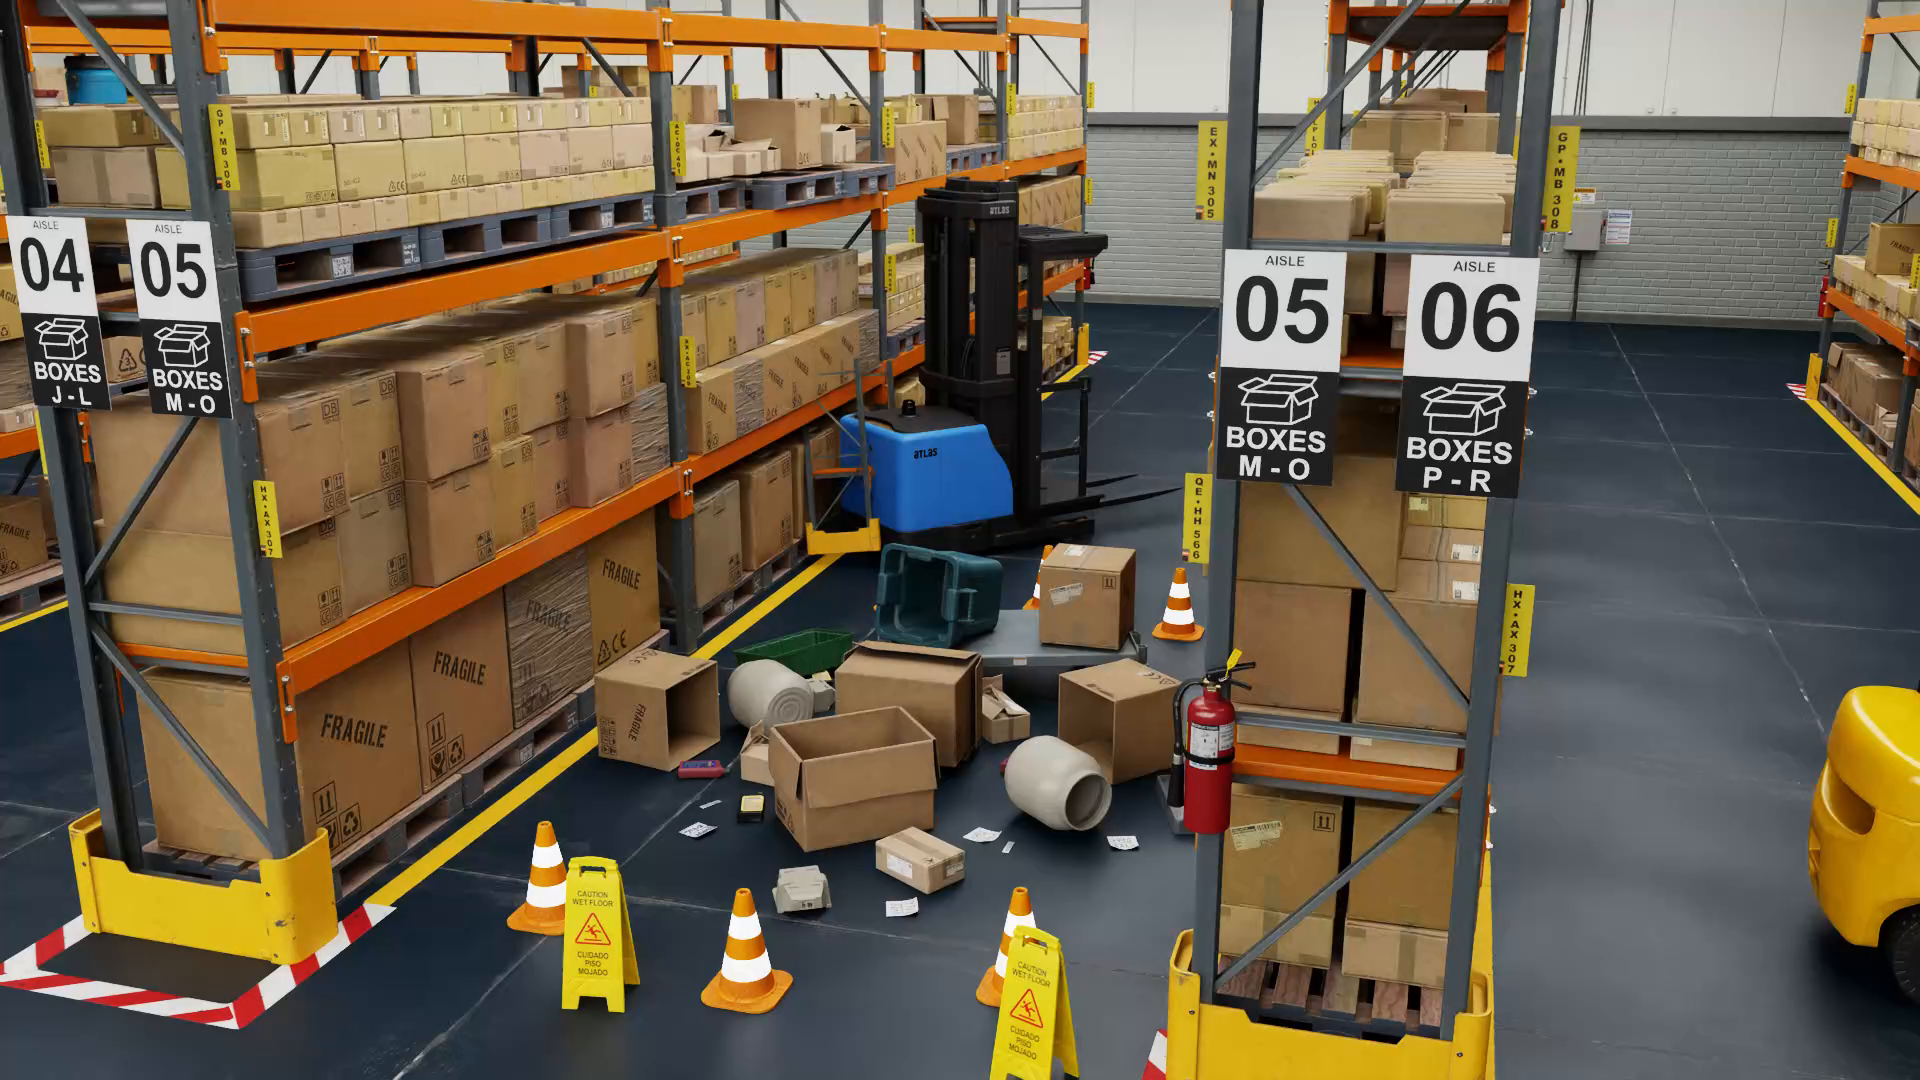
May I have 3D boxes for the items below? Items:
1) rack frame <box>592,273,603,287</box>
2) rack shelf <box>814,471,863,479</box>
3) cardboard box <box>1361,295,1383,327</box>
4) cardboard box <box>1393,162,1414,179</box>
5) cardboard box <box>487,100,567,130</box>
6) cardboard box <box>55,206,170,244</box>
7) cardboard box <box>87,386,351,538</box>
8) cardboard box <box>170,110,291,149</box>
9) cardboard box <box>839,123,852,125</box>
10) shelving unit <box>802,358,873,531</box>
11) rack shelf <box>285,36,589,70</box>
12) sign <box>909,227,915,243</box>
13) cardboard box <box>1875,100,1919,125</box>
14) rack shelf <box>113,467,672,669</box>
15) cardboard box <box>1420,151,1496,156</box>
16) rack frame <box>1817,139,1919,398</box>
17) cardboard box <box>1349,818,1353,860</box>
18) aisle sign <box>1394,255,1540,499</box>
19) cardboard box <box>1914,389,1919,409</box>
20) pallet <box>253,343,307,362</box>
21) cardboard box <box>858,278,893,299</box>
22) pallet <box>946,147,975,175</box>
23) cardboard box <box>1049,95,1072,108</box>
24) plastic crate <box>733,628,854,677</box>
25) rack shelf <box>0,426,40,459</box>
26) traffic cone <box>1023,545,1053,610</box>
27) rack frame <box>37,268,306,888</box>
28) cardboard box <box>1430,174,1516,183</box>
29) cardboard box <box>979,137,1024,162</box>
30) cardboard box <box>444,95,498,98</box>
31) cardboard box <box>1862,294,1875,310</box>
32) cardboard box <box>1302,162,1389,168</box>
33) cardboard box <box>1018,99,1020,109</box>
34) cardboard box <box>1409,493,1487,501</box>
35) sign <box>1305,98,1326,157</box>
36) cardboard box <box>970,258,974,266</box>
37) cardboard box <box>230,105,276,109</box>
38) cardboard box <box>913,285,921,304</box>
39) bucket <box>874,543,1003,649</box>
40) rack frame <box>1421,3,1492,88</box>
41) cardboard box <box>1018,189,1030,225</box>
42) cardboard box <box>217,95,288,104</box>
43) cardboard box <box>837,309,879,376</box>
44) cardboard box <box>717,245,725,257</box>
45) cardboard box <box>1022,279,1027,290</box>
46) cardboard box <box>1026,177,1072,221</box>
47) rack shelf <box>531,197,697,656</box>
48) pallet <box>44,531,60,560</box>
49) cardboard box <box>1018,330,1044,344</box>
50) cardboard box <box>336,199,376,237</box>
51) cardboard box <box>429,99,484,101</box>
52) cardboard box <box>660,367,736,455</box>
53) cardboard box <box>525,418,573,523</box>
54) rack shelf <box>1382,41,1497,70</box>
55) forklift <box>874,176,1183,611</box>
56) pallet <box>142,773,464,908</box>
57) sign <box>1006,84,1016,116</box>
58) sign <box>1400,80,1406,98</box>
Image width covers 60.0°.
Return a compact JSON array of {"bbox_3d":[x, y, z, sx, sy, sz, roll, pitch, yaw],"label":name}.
[{"bbox_3d":[-4.721,-3.226,19.707,1.000,3.000,0.127,5,16,16],"label":"rack frame"},{"bbox_3d":[-0.851,-0.546,13.461,0.416,0.036,0.922,-4,4,12],"label":"rack shelf"},{"bbox_3d":[1.487,-0.951,6.649,0.380,0.149,0.250,5,17,16],"label":"cardboard box"},{"bbox_3d":[2.534,-2.102,9.751,0.500,0.250,0.500,4,16,15],"label":"cardboard box"},{"bbox_3d":[-2.353,-2.293,8.965,0.380,0.149,0.250,5,16,16],"label":"cardboard box"},{"bbox_3d":[-3.635,-1.361,7.142,0.380,0.149,0.250,5,16,16],"label":"cardboard box"},{"bbox_3d":[-3.262,-0.361,7.353,0.875,0.550,0.550,5,16,16],"label":"cardboard box"},{"bbox_3d":[-3.004,-1.694,6.855,0.380,0.149,0.250,5,17,16],"label":"cardboard box"},{"bbox_3d":[-1.212,-3.429,14.741,0.500,0.500,0.500,5,16,16],"label":"cardboard box"},{"bbox_3d":[-0.868,-0.687,13.421,0.500,1.500,0.985,-4,4,12],"label":"shelving unit"},{"bbox_3d":[-5.289,-5.051,17.196,1.077,0.370,4.000,5,16,16],"label":"rack shelf"},{"bbox_3d":[-0.516,-3.272,18.281,0.100,0.325,0.005,5,16,16],"label":"sign"},{"bbox_3d":[10.018,-4.514,17.564,0.500,0.250,0.500,4,16,15],"label":"cardboard box"},{"bbox_3d":[-2.836,0.019,9.096,0.919,0.052,3.809,5,16,16],"label":"rack shelf"},{"bbox_3d":[2.627,-1.971,8.783,0.380,0.149,0.250,5,17,17],"label":"cardboard box"},{"bbox_3d":[10.678,-3.120,19.334,1.000,3.000,0.127,5,16,16],"label":"rack frame"},{"bbox_3d":[1.640,1.298,8.026,0.500,0.250,0.500,4,16,14],"label":"cardboard box"},{"bbox_3d":[1.650,-0.529,5.432,0.394,0.787,0.004,5,16,16],"label":"aisle sign"},{"bbox_3d":[9.184,-1.312,15.581,0.380,0.149,0.250,5,17,19],"label":"cardboard box"},{"bbox_3d":[-6.381,-1.566,14.207,1.003,0.211,1.213,5,16,16],"label":"pallet"},{"bbox_3d":[-0.812,-2.243,14.841,0.380,0.149,0.250,5,16,16],"label":"cardboard box"},{"bbox_3d":[-0.563,-3.743,16.376,1.213,0.211,1.003,5,16,16],"label":"pallet"},{"bbox_3d":[1.187,-5.497,20.842,0.380,0.149,0.250,5,17,17],"label":"cardboard box"},{"bbox_3d":[-1.061,0.750,10.736,0.662,0.188,0.450,-15,11,-41],"label":"plastic crate"},{"bbox_3d":[-7.563,-0.264,10.581,1.077,0.370,4.000,5,16,16],"label":"rack shelf"},{"bbox_3d":[1.743,-0.572,10.701,3.046,2.808,1.723,5,16,16],"label":"traffic cone"},{"bbox_3d":[-3.404,0.324,7.189,1.000,3.000,0.127,5,16,16],"label":"rack frame"},{"bbox_3d":[2.128,-1.423,6.852,0.380,0.149,0.250,5,17,17],"label":"cardboard box"},{"bbox_3d":[0.391,-4.287,18.224,0.500,0.250,0.500,5,17,19],"label":"cardboard box"},{"bbox_3d":[-5.297,-4.411,17.427,0.797,0.503,0.637,4,16,15],"label":"cardboard box"},{"bbox_3d":[9.852,-2.531,17.716,0.380,0.149,0.250,5,17,17],"label":"cardboard box"},{"bbox_3d":[1.787,-1.669,7.717,0.380,0.149,0.250,4,16,15],"label":"cardboard box"},{"bbox_3d":[0.447,-4.814,18.437,0.380,0.149,0.250,4,16,15],"label":"cardboard box"},{"bbox_3d":[2.196,-0.015,7.656,0.500,0.500,0.500,4,16,15],"label":"cardboard box"},{"bbox_3d":[1.974,-2.288,9.233,0.100,0.325,0.005,5,16,16],"label":"sign"},{"bbox_3d":[-0.072,-2.925,17.244,0.380,0.149,0.250,4,16,14],"label":"cardboard box"},{"bbox_3d":[-3.416,-1.946,7.743,0.380,0.149,0.250,5,17,17],"label":"cardboard box"},{"bbox_3d":[-0.582,-2.311,15.626,0.380,0.149,0.250,5,17,16],"label":"cardboard box"},{"bbox_3d":[-0.096,0.336,10.362,0.726,0.611,0.620,11,9,35],"label":"bucket"},{"bbox_3d":[5.921,-6.390,19.868,0.949,2.616,0.053,5,16,16],"label":"rack frame"},{"bbox_3d":[0.501,-3.723,18.899,0.500,0.500,0.500,4,16,14],"label":"cardboard box"},{"bbox_3d":[-6.044,-3.504,14.089,0.500,0.500,0.500,5,17,17],"label":"cardboard box"},{"bbox_3d":[-1.001,-1.678,14.066,0.500,0.500,0.500,5,16,16],"label":"cardboard box"},{"bbox_3d":[-3.442,-3.965,22.772,0.380,0.149,0.250,5,17,16],"label":"cardboard box"},{"bbox_3d":[0.645,-3.022,19.447,0.380,0.149,0.250,5,17,17],"label":"cardboard box"},{"bbox_3d":[1.107,-4.262,20.799,0.500,0.500,0.500,4,16,14],"label":"cardboard box"},{"bbox_3d":[-8.838,-1.829,14.780,15.905,3.000,4.168,5,16,16],"label":"rack shelf"},{"bbox_3d":[-6.774,0.004,13.427,1.003,0.211,1.213,5,16,16],"label":"pallet"},{"bbox_3d":[0.819,-2.484,20.453,0.380,0.149,0.250,4,16,14],"label":"cardboard box"},{"bbox_3d":[-2.856,-1.445,7.438,0.380,0.149,0.250,5,16,16],"label":"cardboard box"},{"bbox_3d":[-2.912,-2.410,9.378,0.380,0.149,0.250,4,16,15],"label":"cardboard box"},{"bbox_3d":[-1.860,-0.887,11.277,0.500,0.500,0.500,5,17,16],"label":"cardboard box"},{"bbox_3d":[-2.762,-0.419,9.535,0.875,0.550,0.550,5,16,16],"label":"cardboard box"},{"bbox_3d":[4.212,-4.282,14.487,1.077,0.370,4.000,5,16,16],"label":"rack shelf"},{"bbox_3d":[0.484,-1.347,13.208,3.733,2.935,2.033,-10,19,-32],"label":"forklift"},{"bbox_3d":[-3.252,1.451,8.329,1.003,0.211,1.213,5,16,16],"label":"pallet"},{"bbox_3d":[0.539,-4.654,17.576,0.100,0.325,0.005,5,16,16],"label":"sign"},{"bbox_3d":[5.387,-5.451,20.305,0.100,0.325,0.005,5,16,16],"label":"sign"}]
